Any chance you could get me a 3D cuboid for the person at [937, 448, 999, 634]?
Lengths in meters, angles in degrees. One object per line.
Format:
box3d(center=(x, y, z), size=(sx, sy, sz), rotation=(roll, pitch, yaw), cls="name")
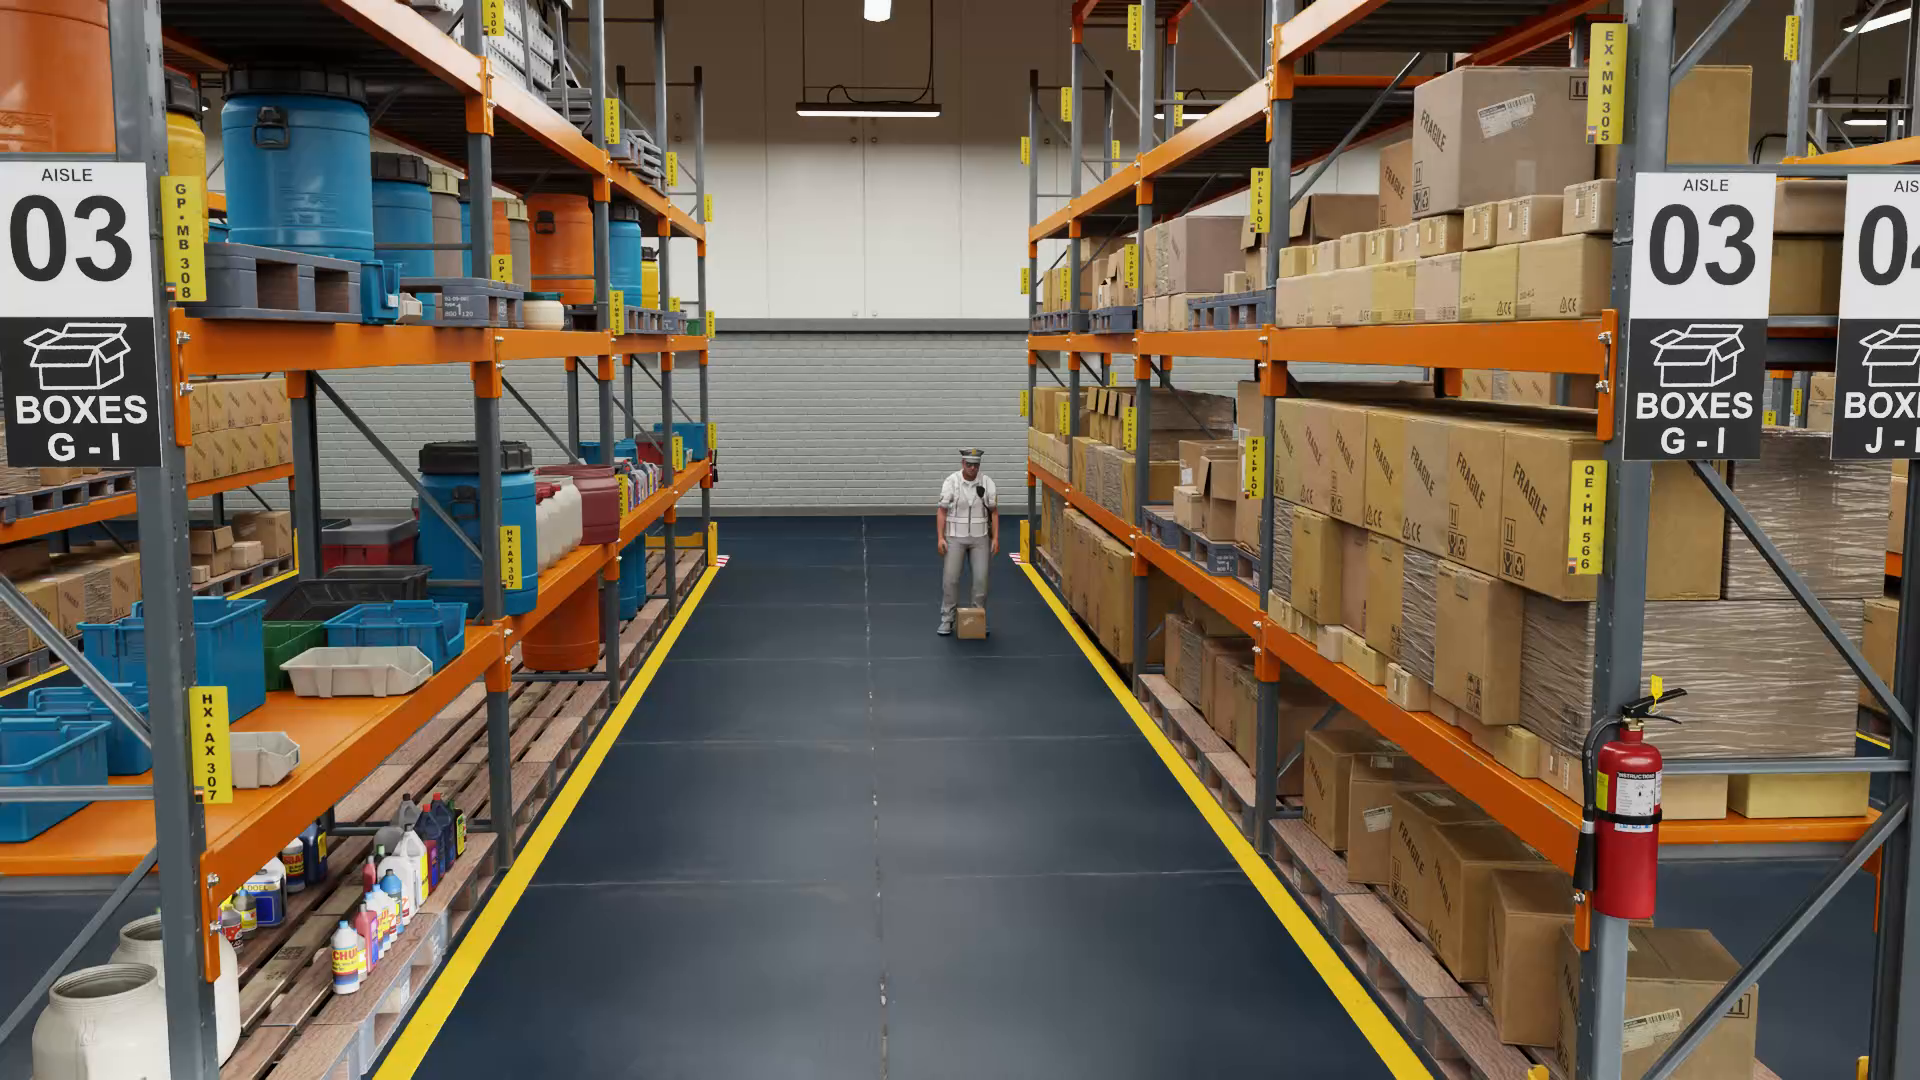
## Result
box3d(center=(0.069, -0.002, 15.713), size=(0.606, 1.751, 0.429), rotation=(-1, 7, -7), cls="person")
